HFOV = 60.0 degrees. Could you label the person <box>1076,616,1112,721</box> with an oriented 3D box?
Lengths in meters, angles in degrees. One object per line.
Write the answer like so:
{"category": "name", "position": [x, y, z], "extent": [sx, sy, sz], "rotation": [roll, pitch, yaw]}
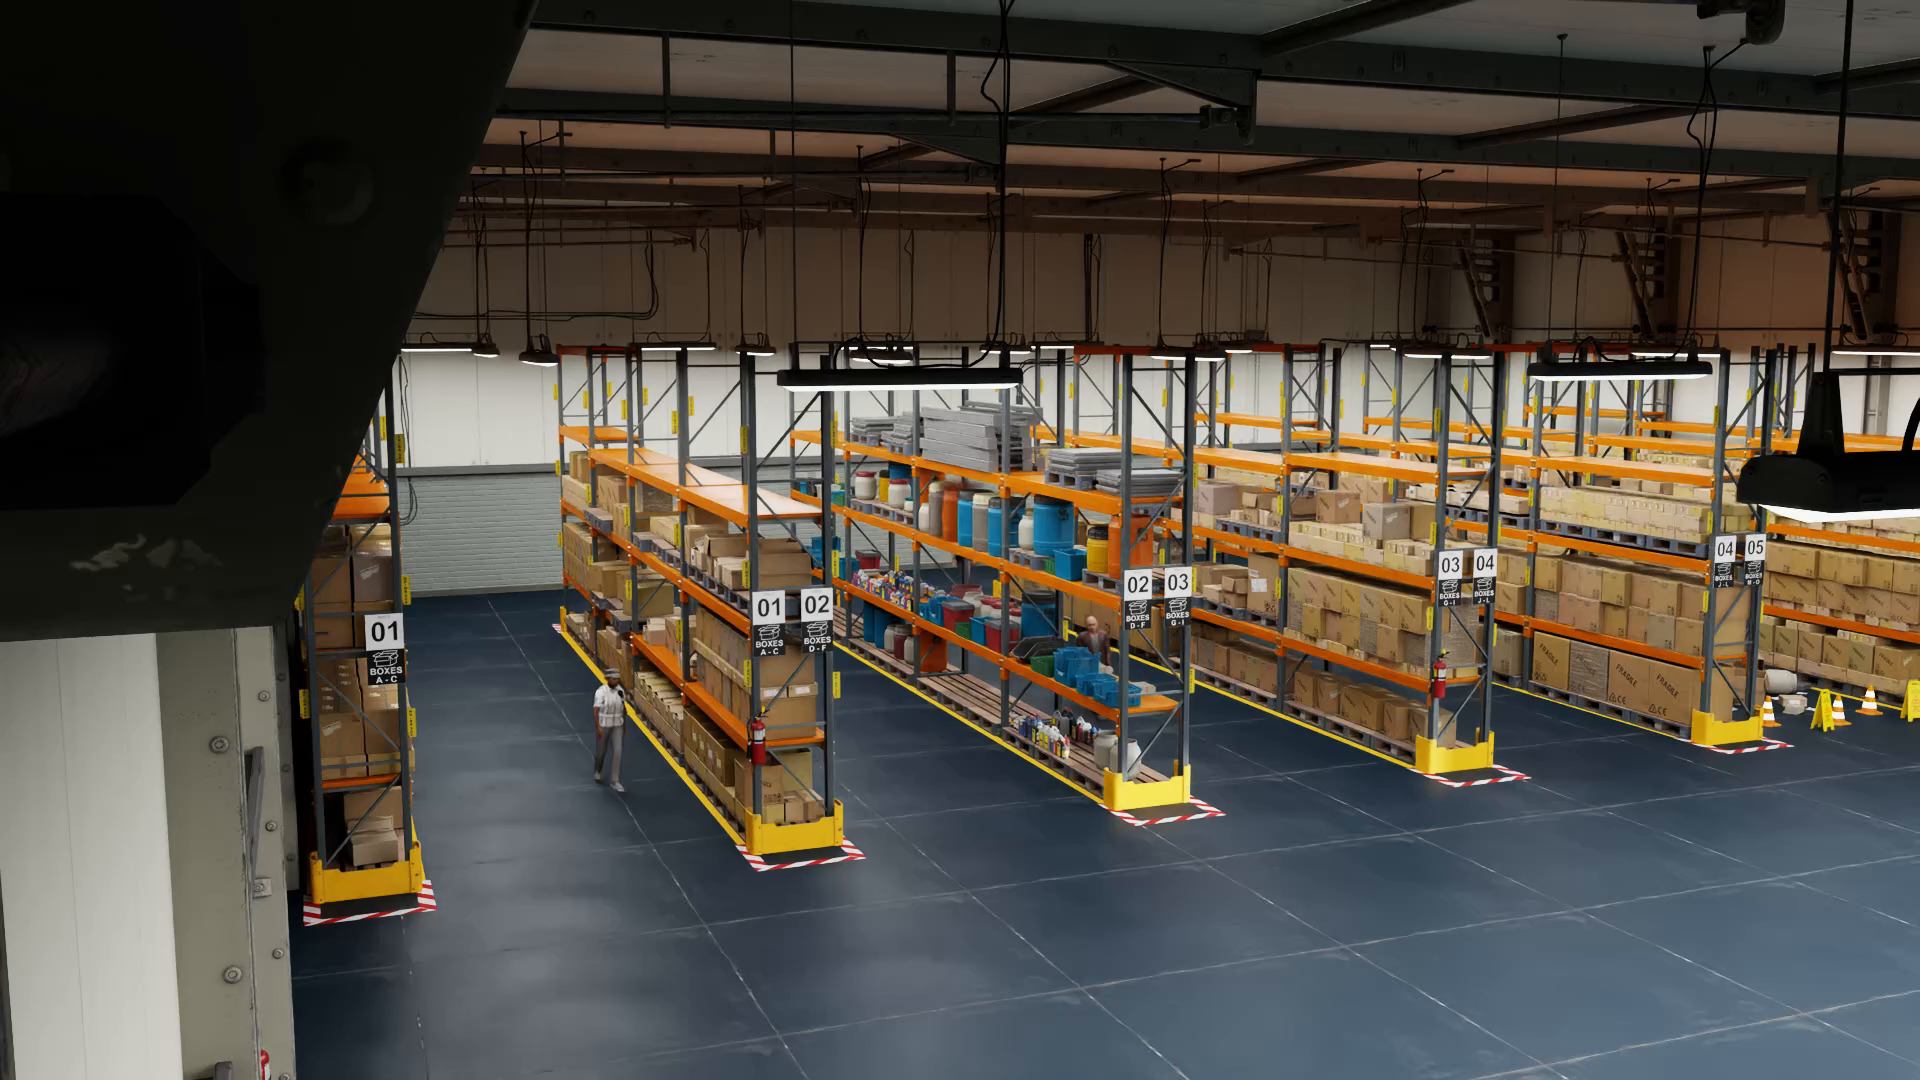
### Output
{"category": "person", "position": [2.191, 2.063, 27.174], "extent": [0.576, 1.656, 1.144], "rotation": [-2, 7, -13]}

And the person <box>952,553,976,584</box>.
{"category": "person", "position": [0.106, 0.492, 39.393], "extent": [0.555, 1.663, 1.101], "rotation": [2, 7, 12]}

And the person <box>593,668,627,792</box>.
{"category": "person", "position": [-4.843, 2.599, 23.107], "extent": [0.543, 1.658, 0.805], "rotation": [-6, 9, -37]}
